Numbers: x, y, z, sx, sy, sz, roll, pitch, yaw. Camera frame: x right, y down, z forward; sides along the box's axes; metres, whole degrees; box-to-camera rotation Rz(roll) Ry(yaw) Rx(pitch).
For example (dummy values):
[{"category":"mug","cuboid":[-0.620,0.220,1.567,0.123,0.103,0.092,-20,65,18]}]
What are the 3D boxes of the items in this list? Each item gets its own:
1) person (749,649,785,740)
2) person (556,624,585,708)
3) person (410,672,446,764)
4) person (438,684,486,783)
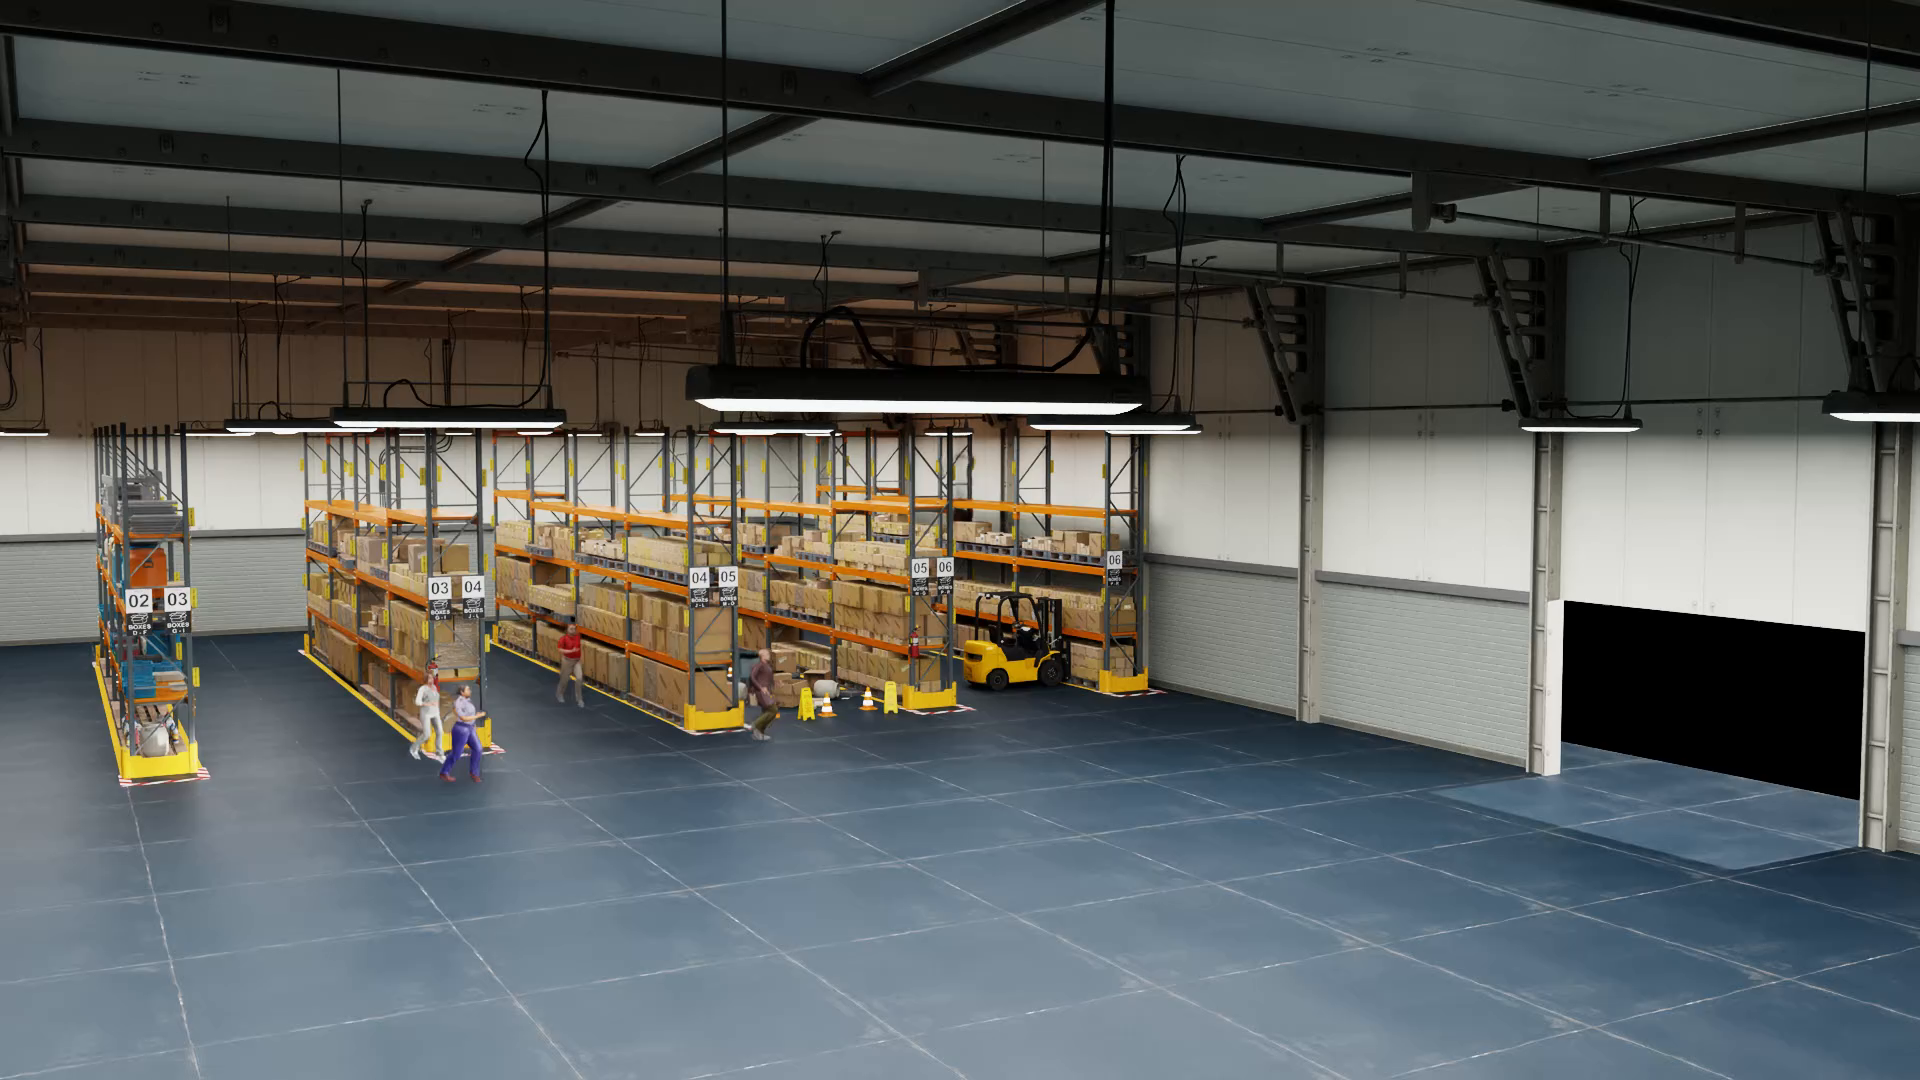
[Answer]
[{"category":"person","cuboid":[-3.659,3.034,31.563,0.635,1.531,0.682,0,3,7]},{"category":"person","cuboid":[-8.392,2.681,35.776,0.641,1.767,0.915,-3,5,-41]},{"category":"person","cuboid":[-9.407,3.148,29.387,0.746,1.616,0.543,2,4,28]},{"category":"person","cuboid":[-8.260,3.252,27.617,0.779,1.718,0.574,0,3,3]}]
